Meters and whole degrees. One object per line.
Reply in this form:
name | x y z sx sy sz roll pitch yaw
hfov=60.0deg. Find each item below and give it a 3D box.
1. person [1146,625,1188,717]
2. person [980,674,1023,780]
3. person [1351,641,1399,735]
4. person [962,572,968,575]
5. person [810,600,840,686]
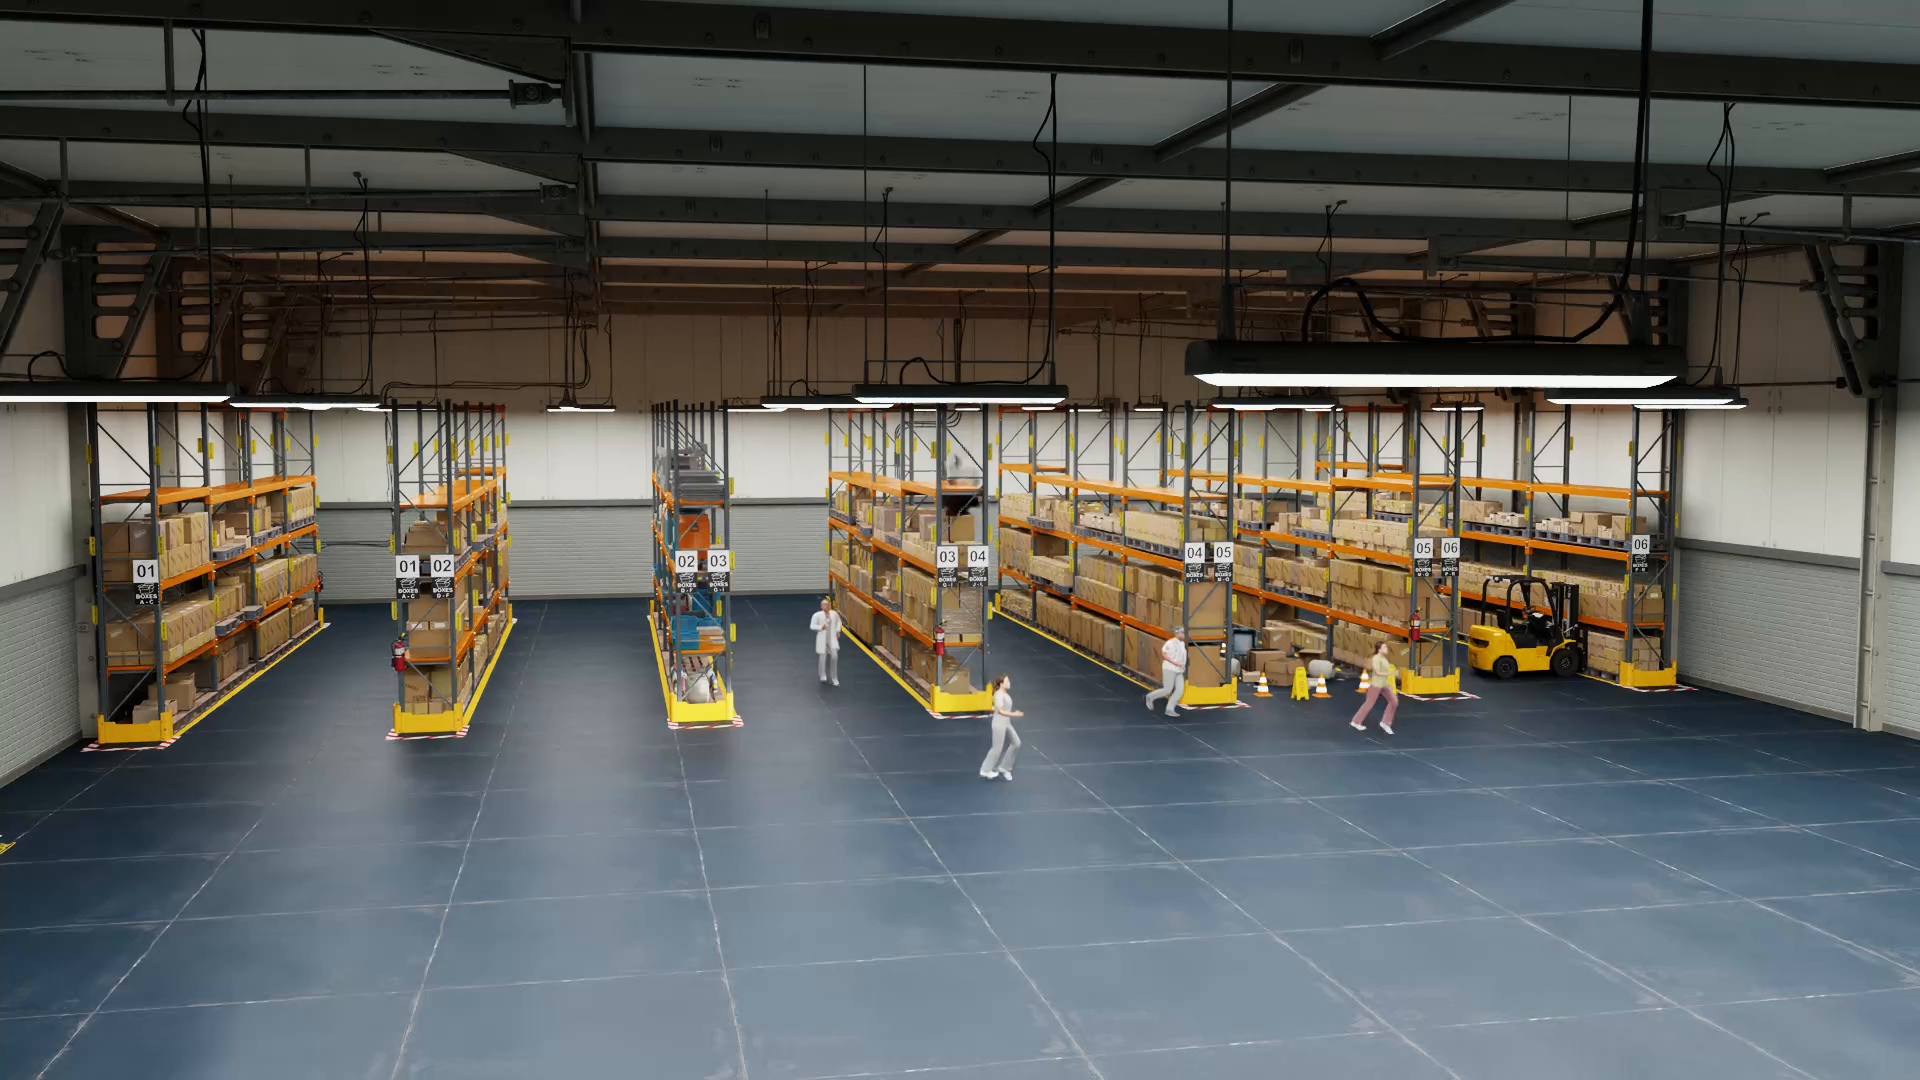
person | 4.047 2.483 31.870 0.784 1.714 0.713 4 6 44
person | 0.665 2.942 26.030 0.705 1.714 0.576 1 4 16
person | 7.481 2.644 29.823 0.835 1.697 0.581 3 5 36
person | 0.201 1.350 46.800 0.600 1.730 0.817 -1 4 -10
person | -2.835 2.176 35.266 0.710 1.833 0.784 -1 4 -16
